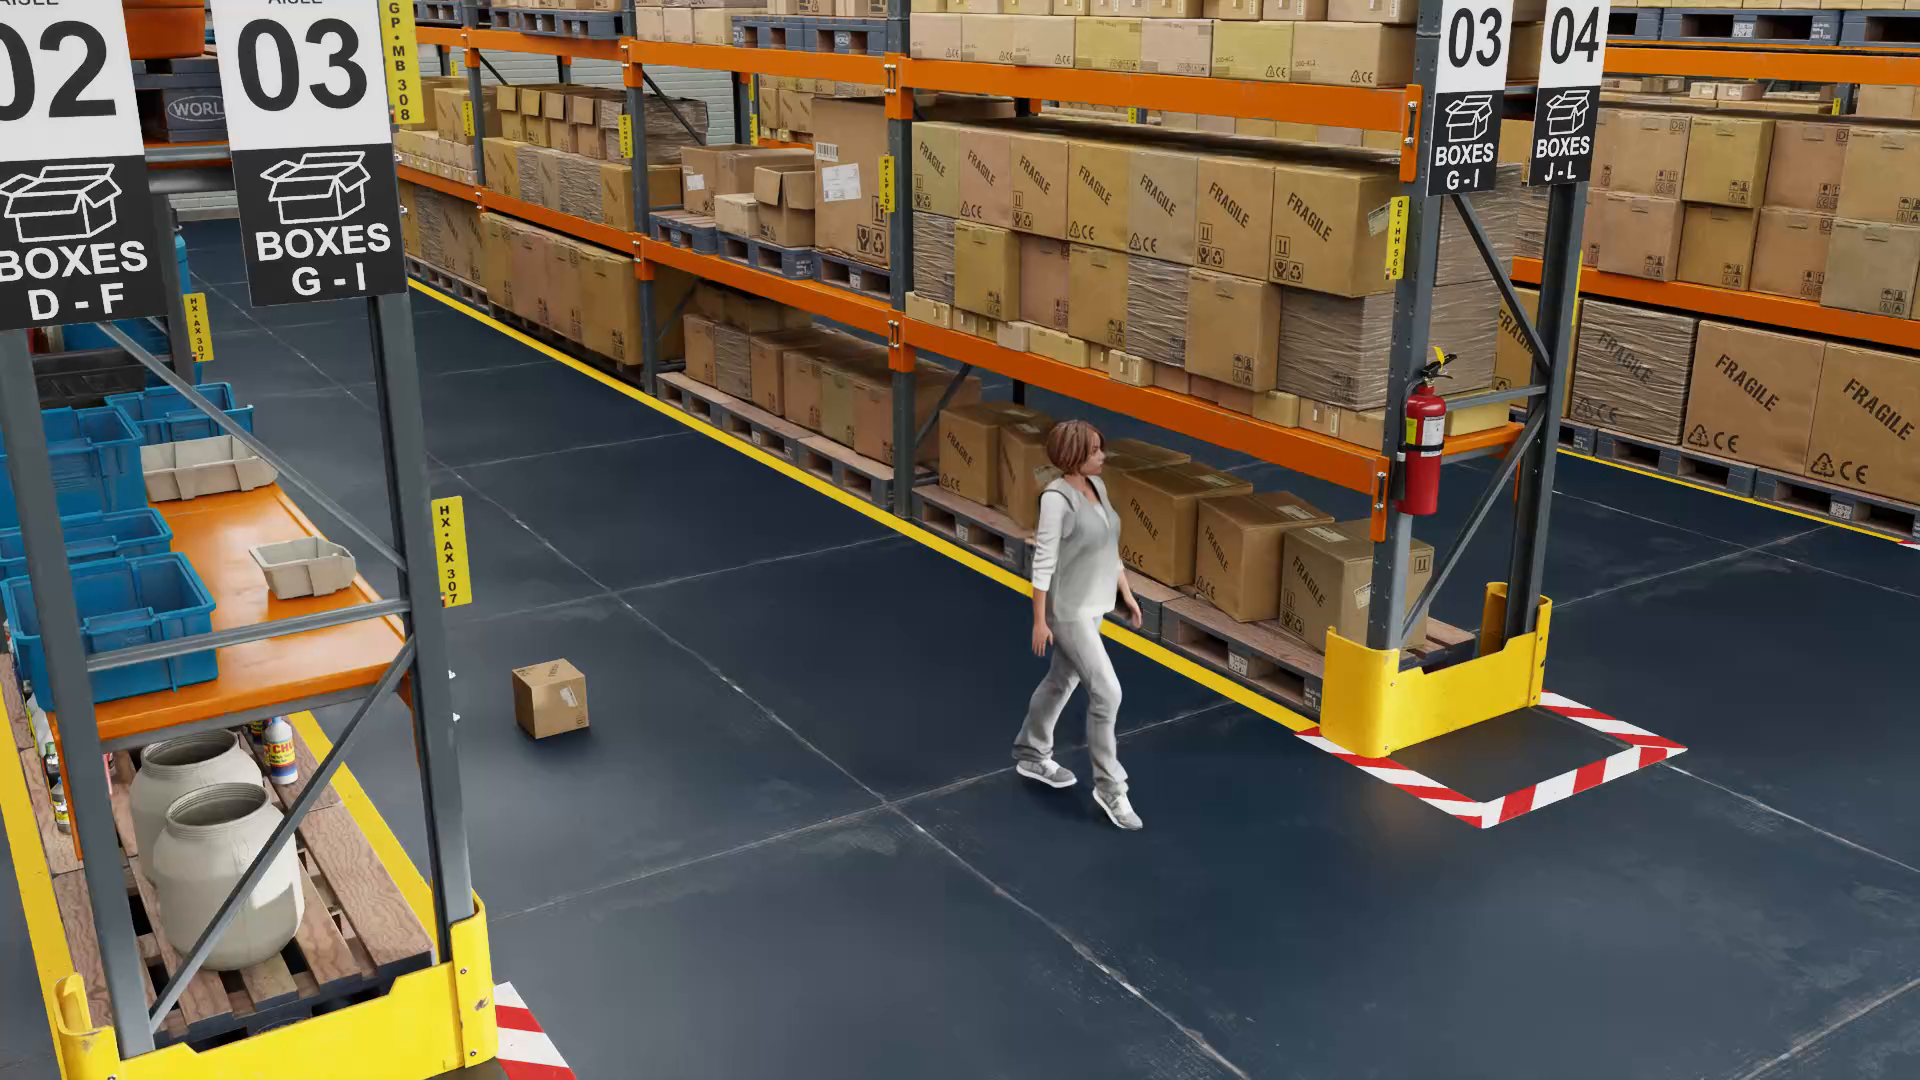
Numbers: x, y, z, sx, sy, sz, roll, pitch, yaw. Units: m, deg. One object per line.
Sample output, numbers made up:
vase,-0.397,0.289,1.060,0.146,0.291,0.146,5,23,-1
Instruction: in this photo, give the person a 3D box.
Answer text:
person,0.504,0.315,6.642,0.643,1.636,0.454,9,21,26
